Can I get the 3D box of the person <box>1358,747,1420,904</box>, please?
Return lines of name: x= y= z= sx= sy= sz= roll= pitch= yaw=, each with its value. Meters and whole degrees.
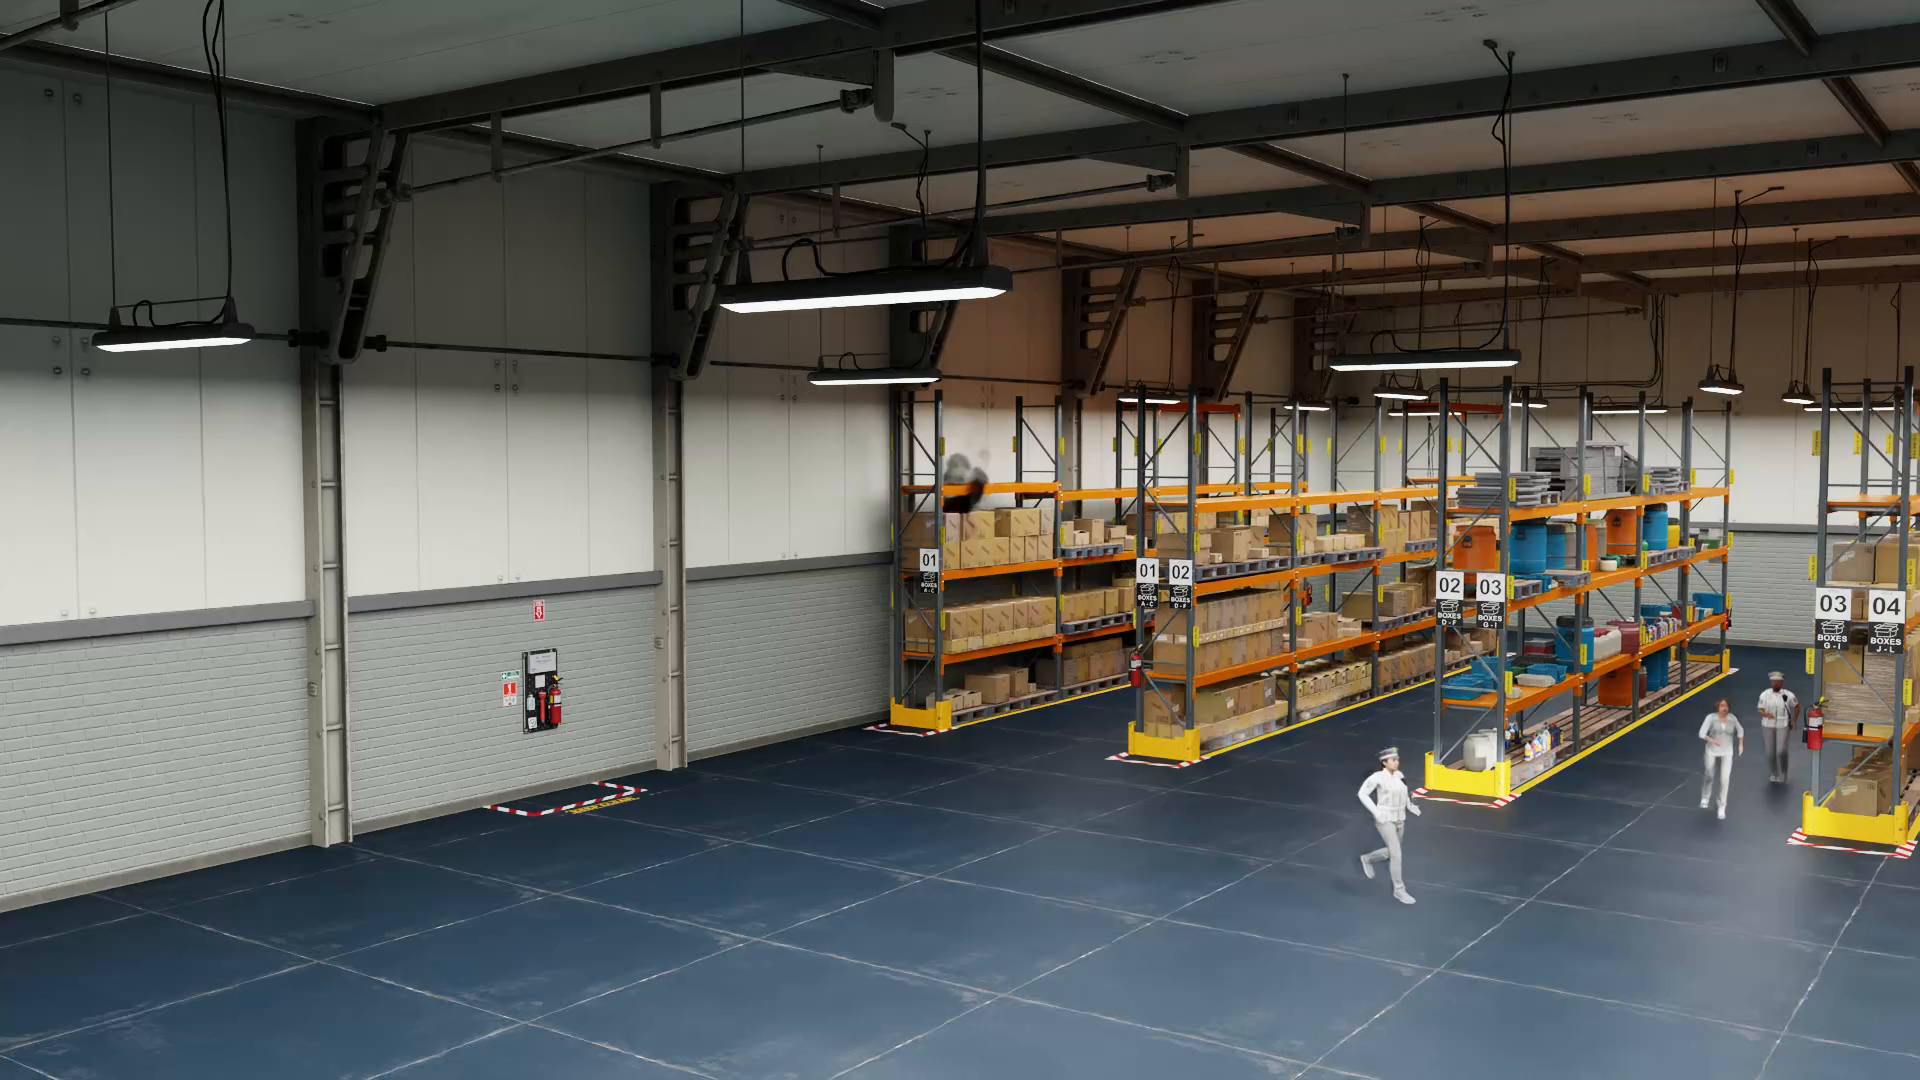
person: x=4.755 y=3.132 z=18.501 sx=0.618 sy=1.696 sz=0.821 roll=-2 pitch=4 yaw=-33

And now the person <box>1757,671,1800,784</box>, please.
person: x=12.069 y=2.772 z=24.557 sx=0.549 sy=1.671 sz=0.649 roll=2 pitch=4 yaw=33

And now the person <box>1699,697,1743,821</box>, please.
person: x=10.308 y=2.940 z=22.526 sx=0.573 sy=1.655 sz=0.689 roll=1 pitch=3 yaw=18
